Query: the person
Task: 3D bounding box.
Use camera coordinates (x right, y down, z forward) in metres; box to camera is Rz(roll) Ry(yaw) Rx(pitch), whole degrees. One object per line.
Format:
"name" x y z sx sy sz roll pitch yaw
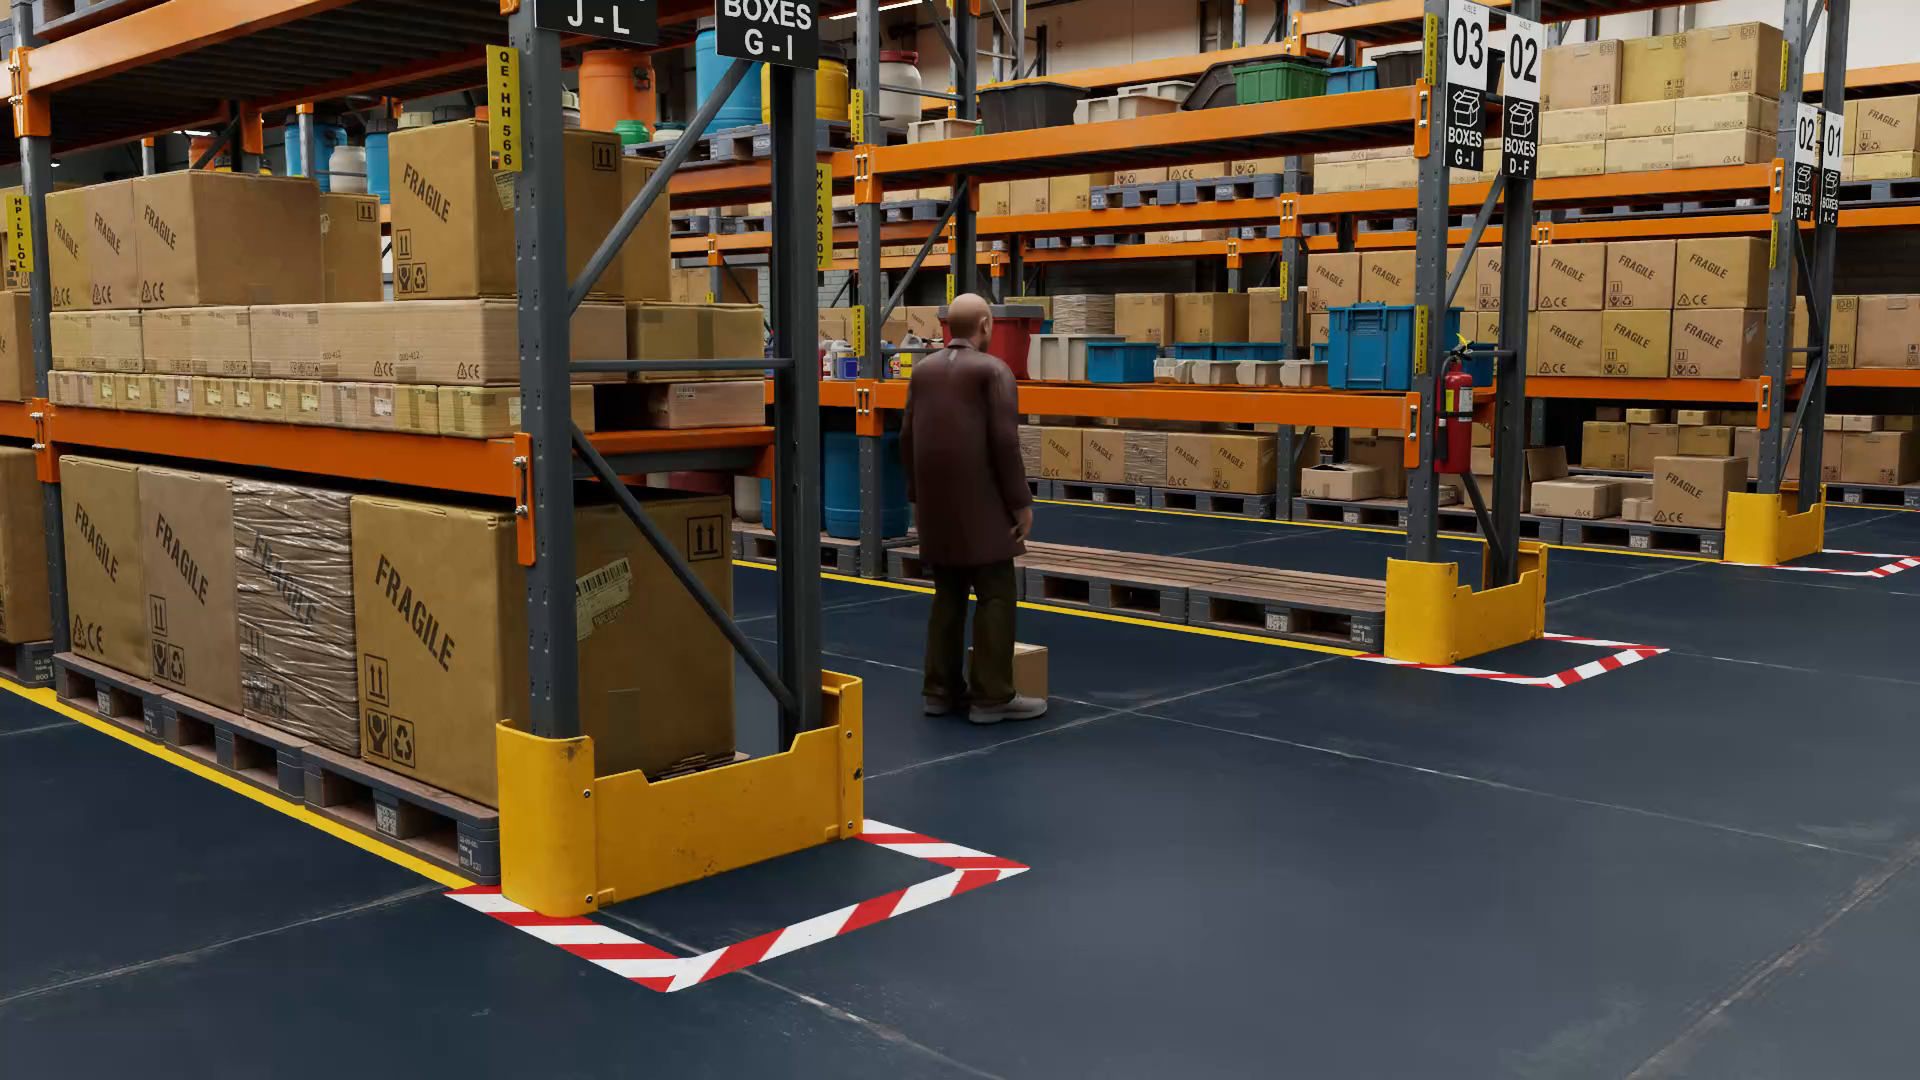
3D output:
"person" 0.028 -0.090 7.005 0.654 1.665 0.421 6 9 40
